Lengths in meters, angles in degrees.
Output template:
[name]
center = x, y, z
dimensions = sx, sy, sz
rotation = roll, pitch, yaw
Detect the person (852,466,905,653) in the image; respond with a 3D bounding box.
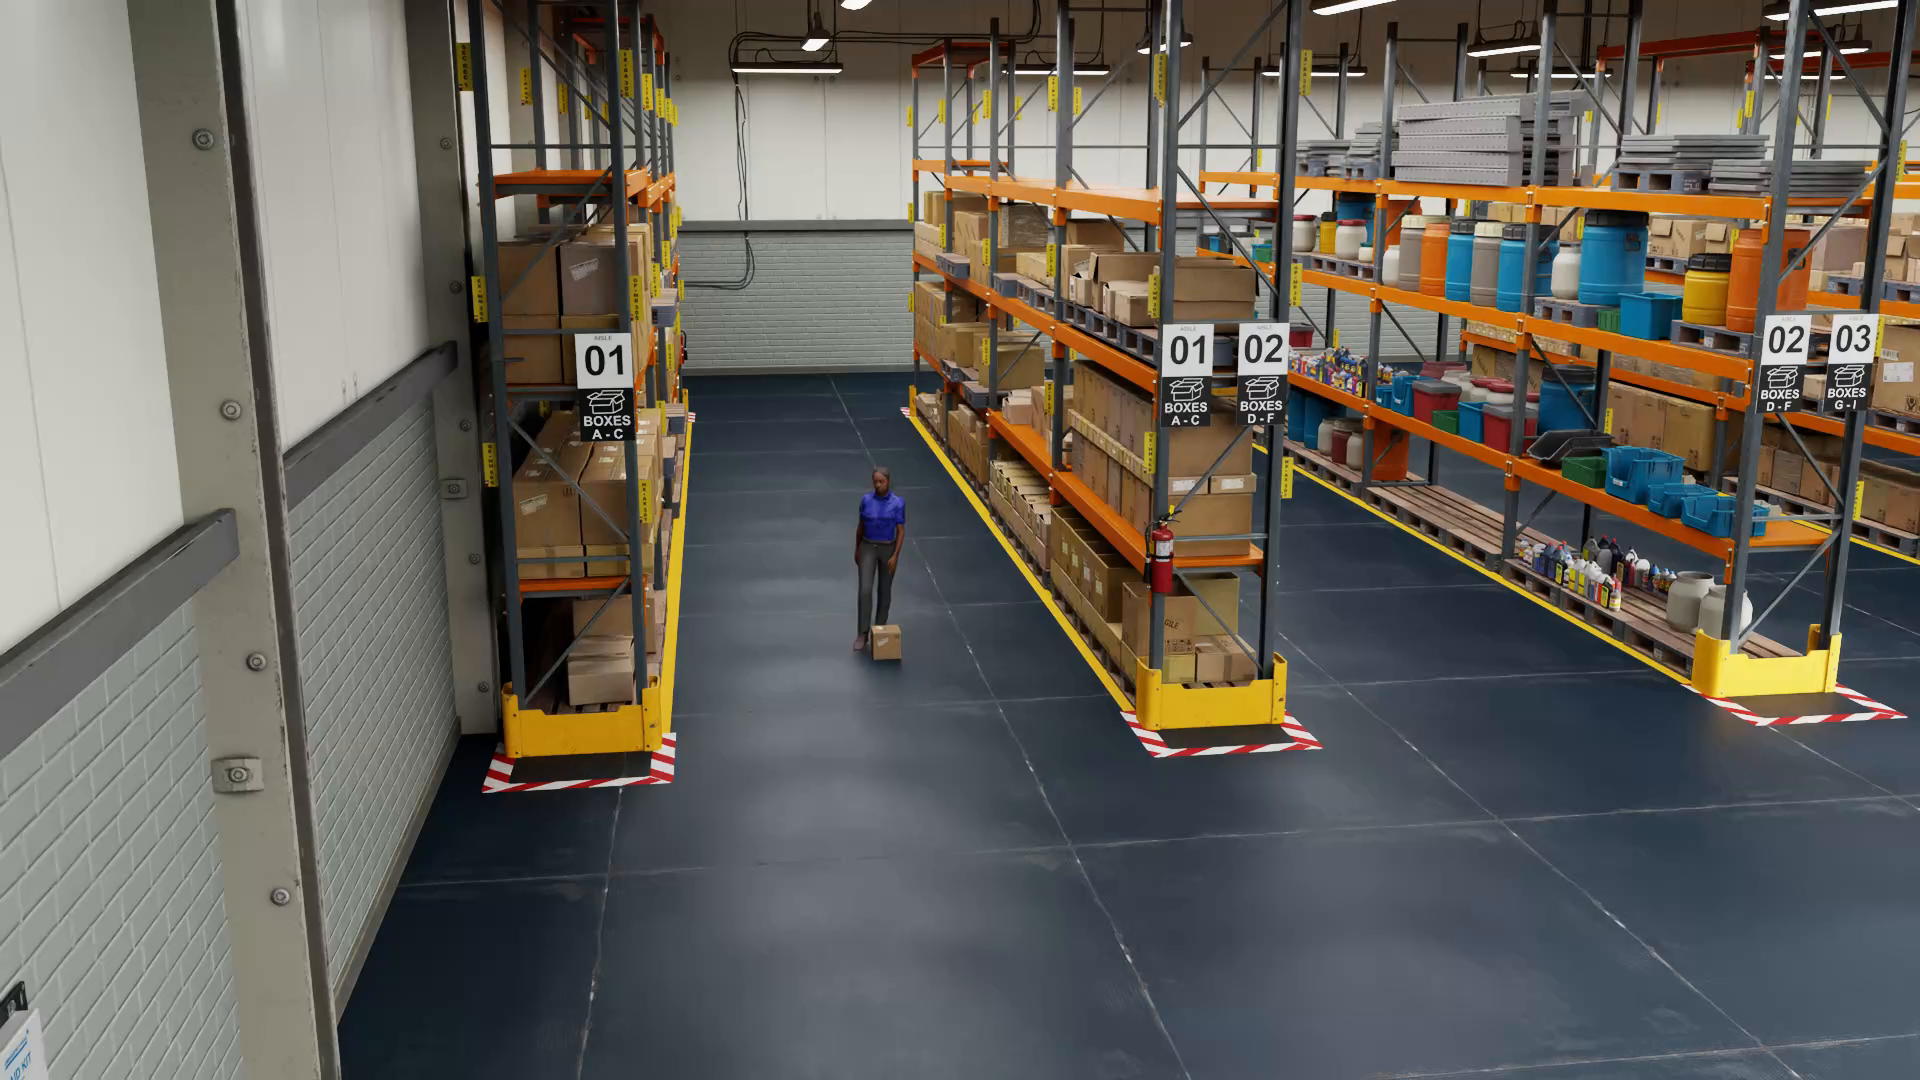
[person]
center = -0.751, 0.151, 15.349
dimensions = 0.492, 1.670, 0.665
rotation = 1, 13, 2
